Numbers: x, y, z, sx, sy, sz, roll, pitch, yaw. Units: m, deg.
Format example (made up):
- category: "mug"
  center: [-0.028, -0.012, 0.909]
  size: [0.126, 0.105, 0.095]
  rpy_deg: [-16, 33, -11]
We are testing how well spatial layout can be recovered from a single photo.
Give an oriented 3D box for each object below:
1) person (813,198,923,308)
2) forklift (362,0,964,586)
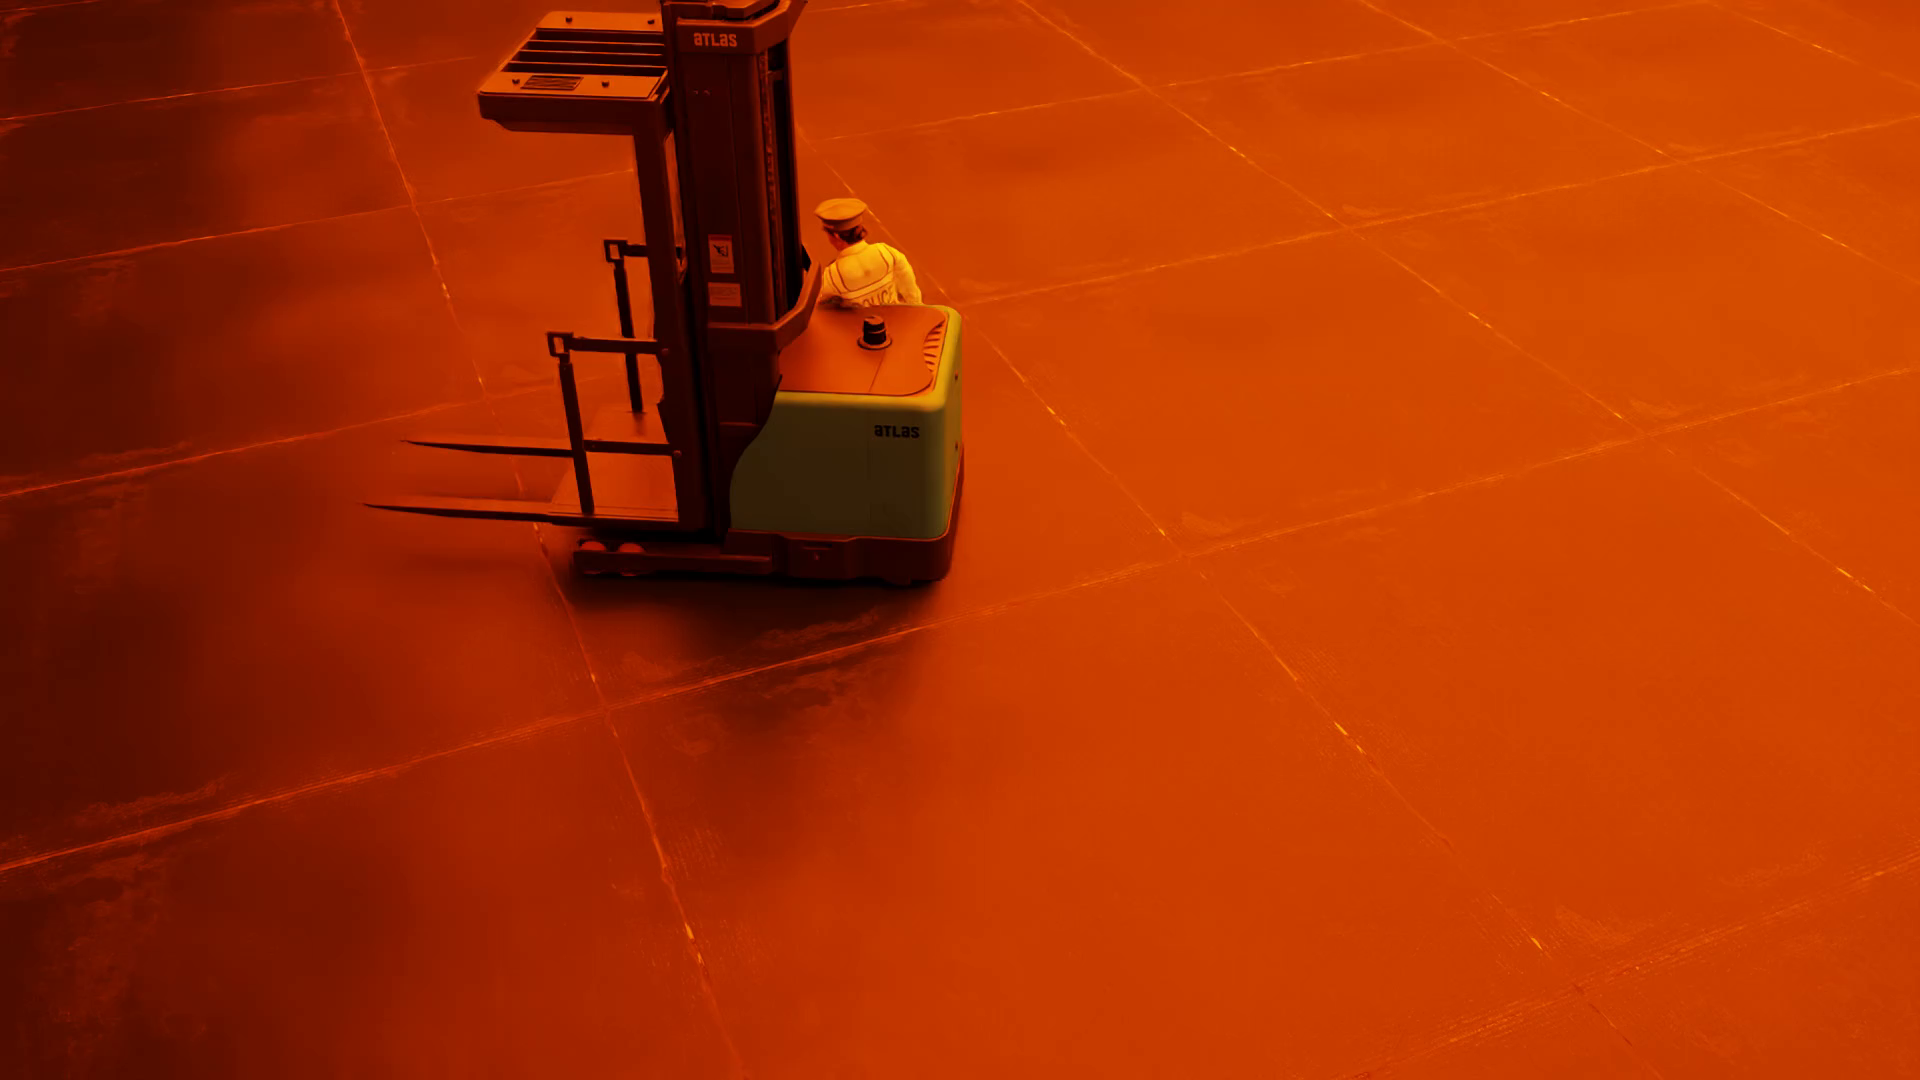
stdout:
- category: "person"
  center: [-0.591, -1.110, 8.800]
  size: [0.772, 1.559, 0.870]
  rpy_deg: [-21, 40, -27]
- category: "forklift"
  center: [-1.525, -1.313, 7.945]
  size: [3.031, 2.935, 1.130]
  rpy_deg: [3, 36, 4]
